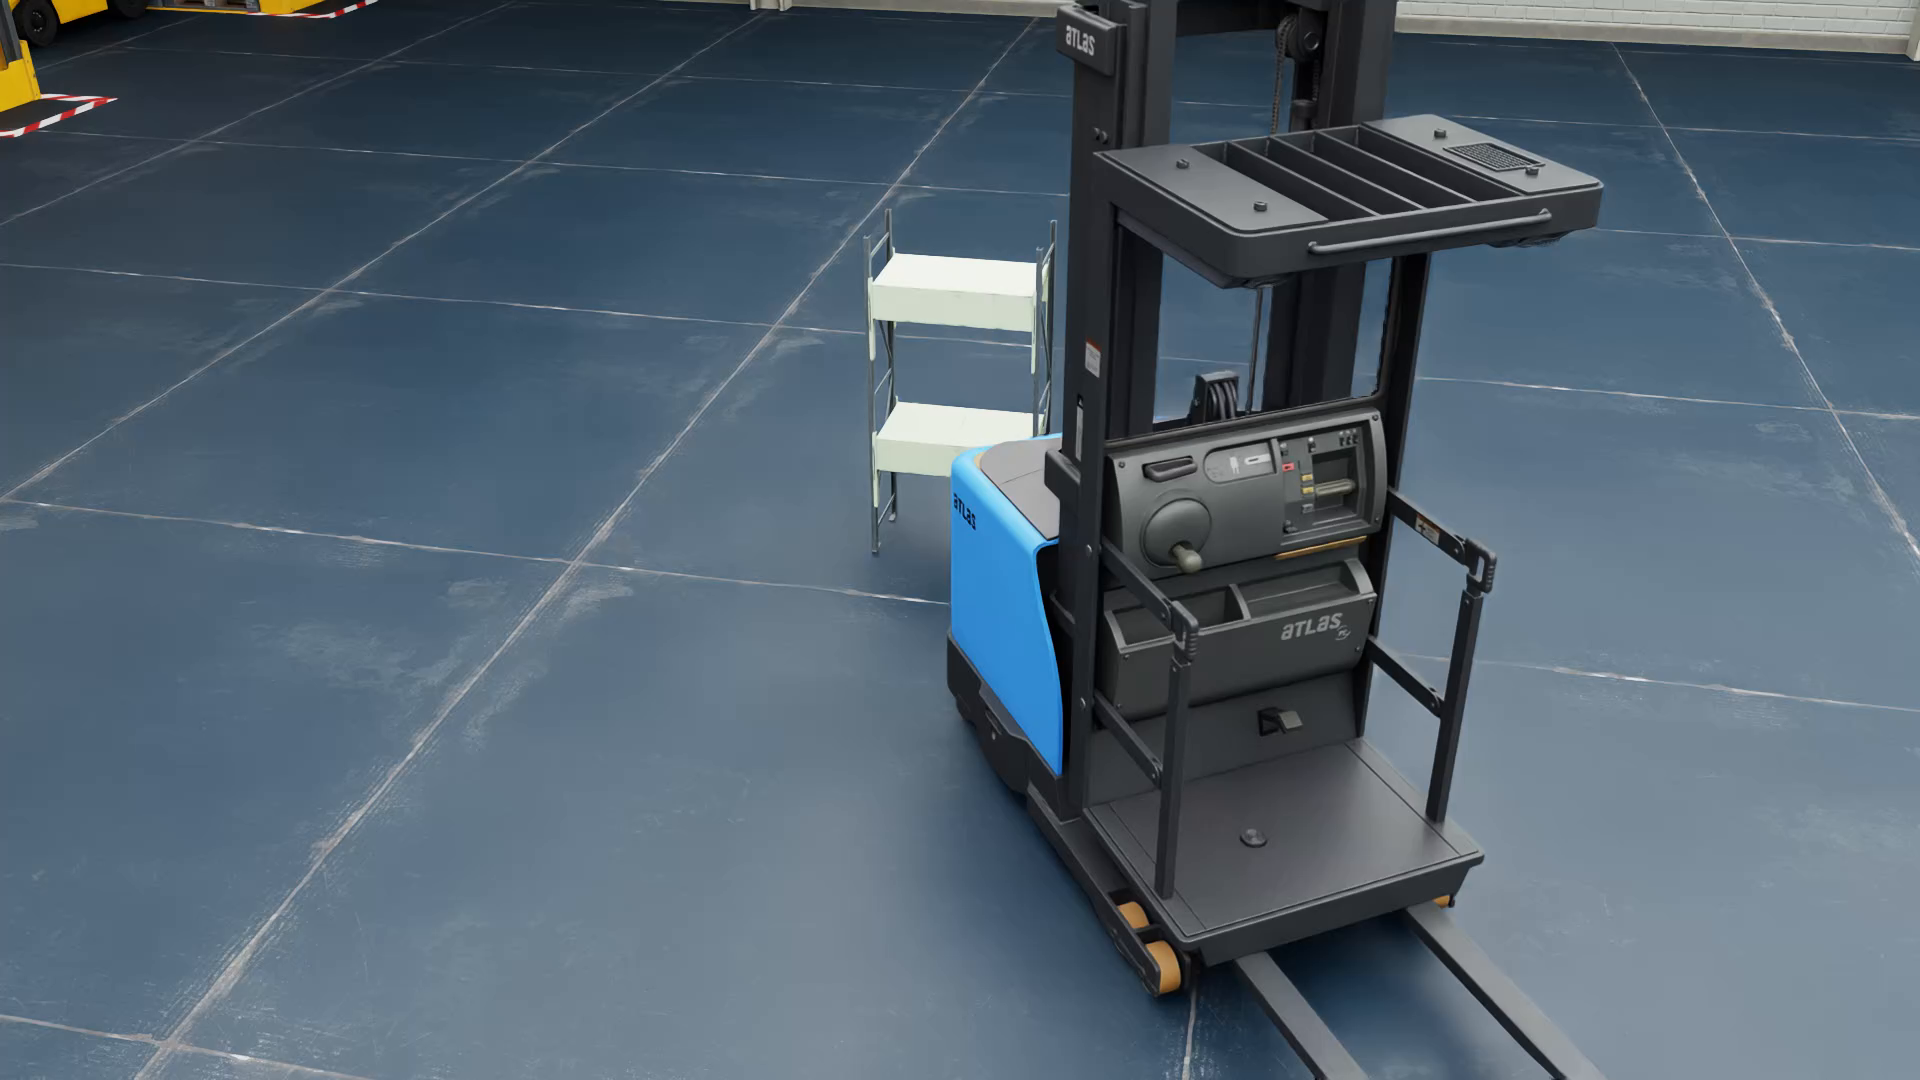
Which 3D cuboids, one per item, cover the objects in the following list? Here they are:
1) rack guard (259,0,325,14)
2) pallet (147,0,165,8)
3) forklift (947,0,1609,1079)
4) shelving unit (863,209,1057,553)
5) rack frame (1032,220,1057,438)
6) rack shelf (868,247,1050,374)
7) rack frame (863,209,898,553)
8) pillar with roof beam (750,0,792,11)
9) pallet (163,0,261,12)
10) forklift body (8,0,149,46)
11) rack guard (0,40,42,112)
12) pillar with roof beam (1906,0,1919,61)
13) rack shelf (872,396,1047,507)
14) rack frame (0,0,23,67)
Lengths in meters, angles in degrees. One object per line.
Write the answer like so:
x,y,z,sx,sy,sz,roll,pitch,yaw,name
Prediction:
-7.469,-6.306,18.748,0.348,0.500,1.175,6,29,11,rack guard
-9.439,-6.362,19.151,1.213,0.211,1.003,6,29,11,pallet
0.974,-0.104,4.887,1.130,2.935,3.031,-11,31,-19,forklift
0.007,-0.657,7.389,0.755,1.500,0.431,6,29,11,shelving unit
0.364,-0.620,7.322,0.023,1.500,0.400,6,29,11,rack frame
0.007,-1.000,7.201,0.720,0.370,0.431,6,29,11,rack shelf
-0.351,-0.694,7.456,0.023,1.500,0.400,6,29,11,rack frame
-3.017,-7.906,12.820,0.400,9.000,9.100,6,29,11,pillar with roof beam
-8.249,-6.239,18.926,1.213,0.211,1.003,6,29,11,pallet
-9.728,-6.366,17.138,1.214,2.155,2.313,6,29,11,forklift body
-8.600,-3.985,14.508,0.348,0.500,1.175,6,29,11,rack guard
8.719,-6.703,10.622,0.400,9.000,9.100,6,29,11,pillar with roof beam
0.007,-0.371,7.545,0.720,0.370,0.431,6,29,11,rack shelf
-8.526,-5.073,13.894,0.127,3.000,1.000,6,29,11,rack frame
